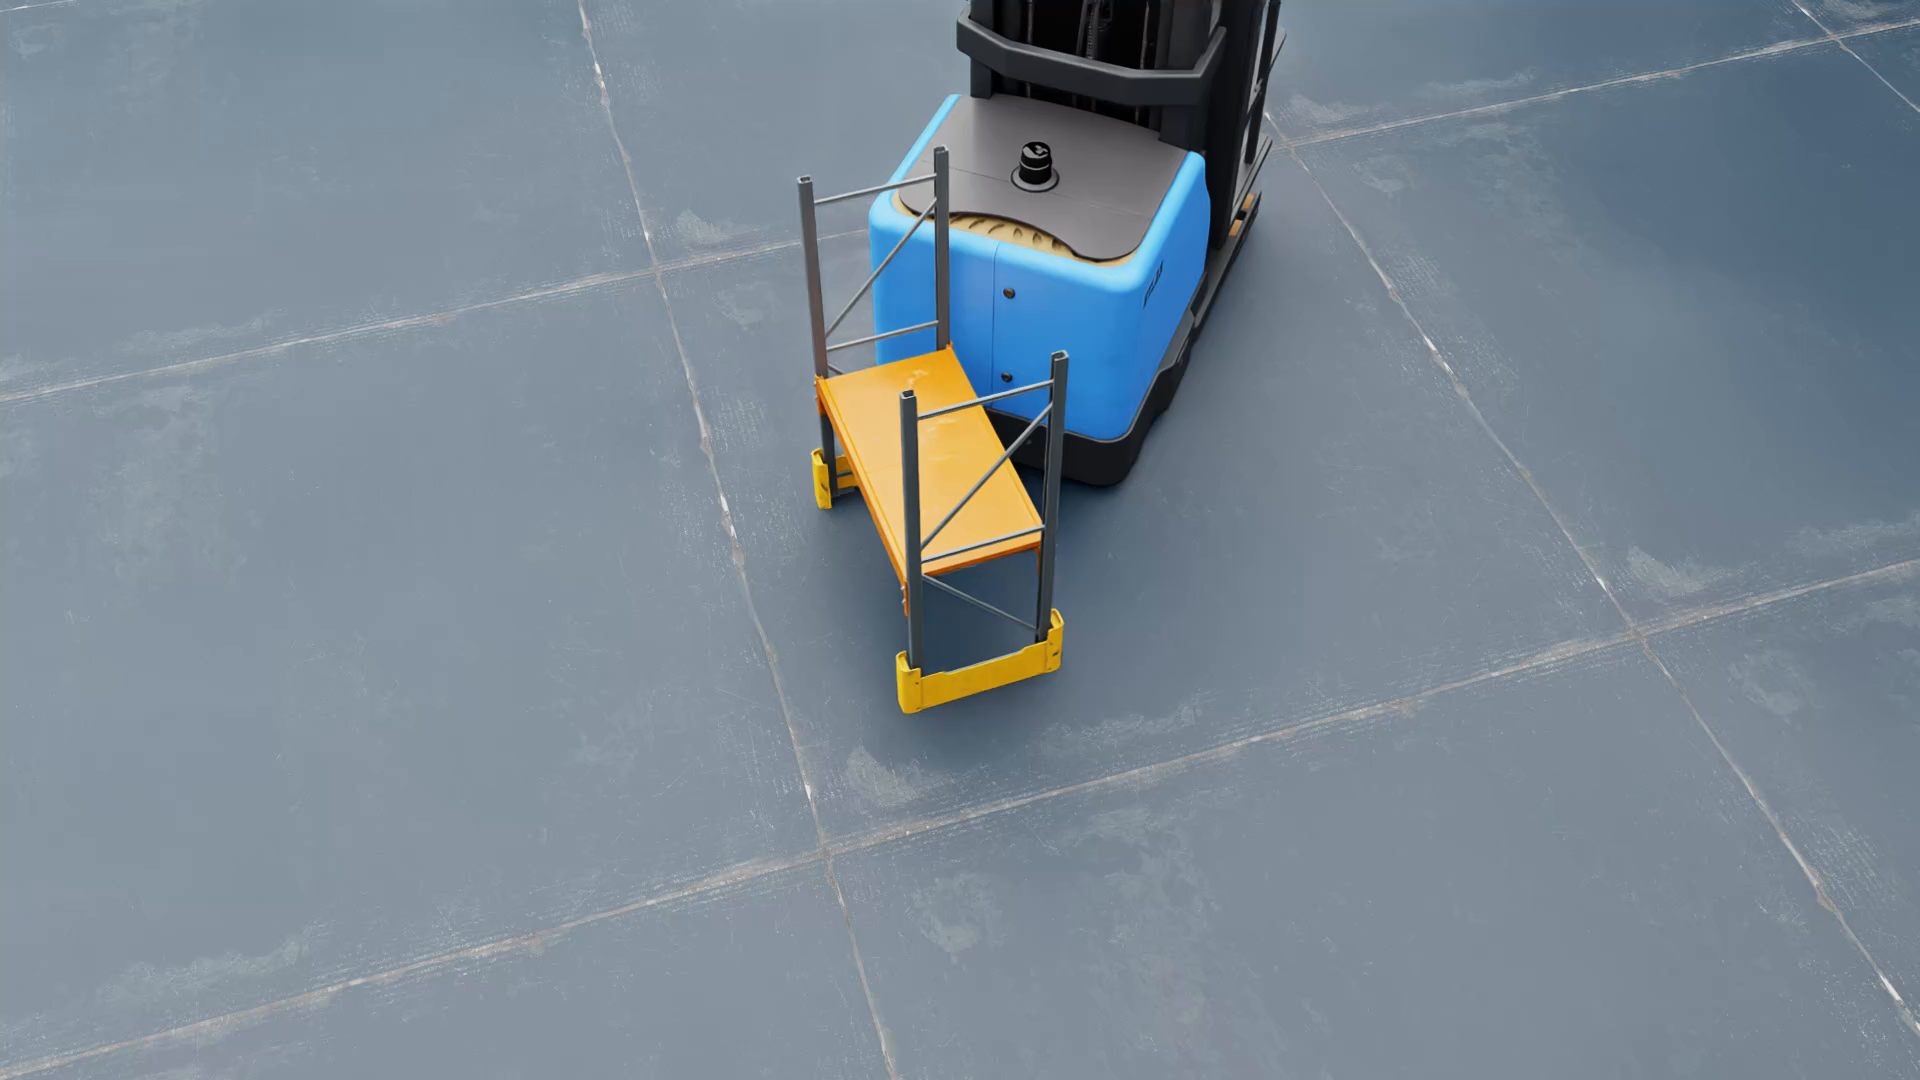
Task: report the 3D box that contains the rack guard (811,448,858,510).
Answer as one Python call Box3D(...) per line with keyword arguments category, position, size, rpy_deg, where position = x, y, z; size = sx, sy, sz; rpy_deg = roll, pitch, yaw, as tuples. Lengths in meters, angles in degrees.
Box3D(category="rack guard", position=(-0.269, -0.298, 6.338), size=(0.587, 0.250, 0.087), rpy_deg=(-15, 52, -13))

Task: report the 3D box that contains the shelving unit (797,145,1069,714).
Box3D(category="shelving unit", position=(-0.100, -0.343, 5.558), size=(0.587, 1.500, 1.083), rpy_deg=(-15, 52, -13))

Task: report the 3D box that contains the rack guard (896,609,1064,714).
Box3D(category="rack guard", position=(0.069, 0.418, 5.734), size=(0.587, 0.250, 0.087), rpy_deg=(-15, 52, -13))

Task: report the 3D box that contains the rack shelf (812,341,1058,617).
Box3D(category="rack shelf", position=(-0.103, -0.233, 5.701), size=(0.538, 0.185, 1.000), rpy_deg=(-15, 52, -13))

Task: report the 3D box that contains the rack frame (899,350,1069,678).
Box3D(category="rack frame", position=(0.070, 0.016, 5.255), size=(0.500, 1.500, 0.032), rpy_deg=(-15, 52, -13))

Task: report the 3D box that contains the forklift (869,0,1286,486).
Box3D(category="forklift", position=(0.689, -2.303, 6.274), size=(1.130, 2.935, 3.031), rpy_deg=(17, 52, 14))

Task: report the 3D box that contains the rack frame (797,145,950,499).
Box3D(category="rack frame", position=(-0.276, -0.715, 5.872), size=(0.500, 1.500, 0.032), rpy_deg=(-15, 52, -13))
